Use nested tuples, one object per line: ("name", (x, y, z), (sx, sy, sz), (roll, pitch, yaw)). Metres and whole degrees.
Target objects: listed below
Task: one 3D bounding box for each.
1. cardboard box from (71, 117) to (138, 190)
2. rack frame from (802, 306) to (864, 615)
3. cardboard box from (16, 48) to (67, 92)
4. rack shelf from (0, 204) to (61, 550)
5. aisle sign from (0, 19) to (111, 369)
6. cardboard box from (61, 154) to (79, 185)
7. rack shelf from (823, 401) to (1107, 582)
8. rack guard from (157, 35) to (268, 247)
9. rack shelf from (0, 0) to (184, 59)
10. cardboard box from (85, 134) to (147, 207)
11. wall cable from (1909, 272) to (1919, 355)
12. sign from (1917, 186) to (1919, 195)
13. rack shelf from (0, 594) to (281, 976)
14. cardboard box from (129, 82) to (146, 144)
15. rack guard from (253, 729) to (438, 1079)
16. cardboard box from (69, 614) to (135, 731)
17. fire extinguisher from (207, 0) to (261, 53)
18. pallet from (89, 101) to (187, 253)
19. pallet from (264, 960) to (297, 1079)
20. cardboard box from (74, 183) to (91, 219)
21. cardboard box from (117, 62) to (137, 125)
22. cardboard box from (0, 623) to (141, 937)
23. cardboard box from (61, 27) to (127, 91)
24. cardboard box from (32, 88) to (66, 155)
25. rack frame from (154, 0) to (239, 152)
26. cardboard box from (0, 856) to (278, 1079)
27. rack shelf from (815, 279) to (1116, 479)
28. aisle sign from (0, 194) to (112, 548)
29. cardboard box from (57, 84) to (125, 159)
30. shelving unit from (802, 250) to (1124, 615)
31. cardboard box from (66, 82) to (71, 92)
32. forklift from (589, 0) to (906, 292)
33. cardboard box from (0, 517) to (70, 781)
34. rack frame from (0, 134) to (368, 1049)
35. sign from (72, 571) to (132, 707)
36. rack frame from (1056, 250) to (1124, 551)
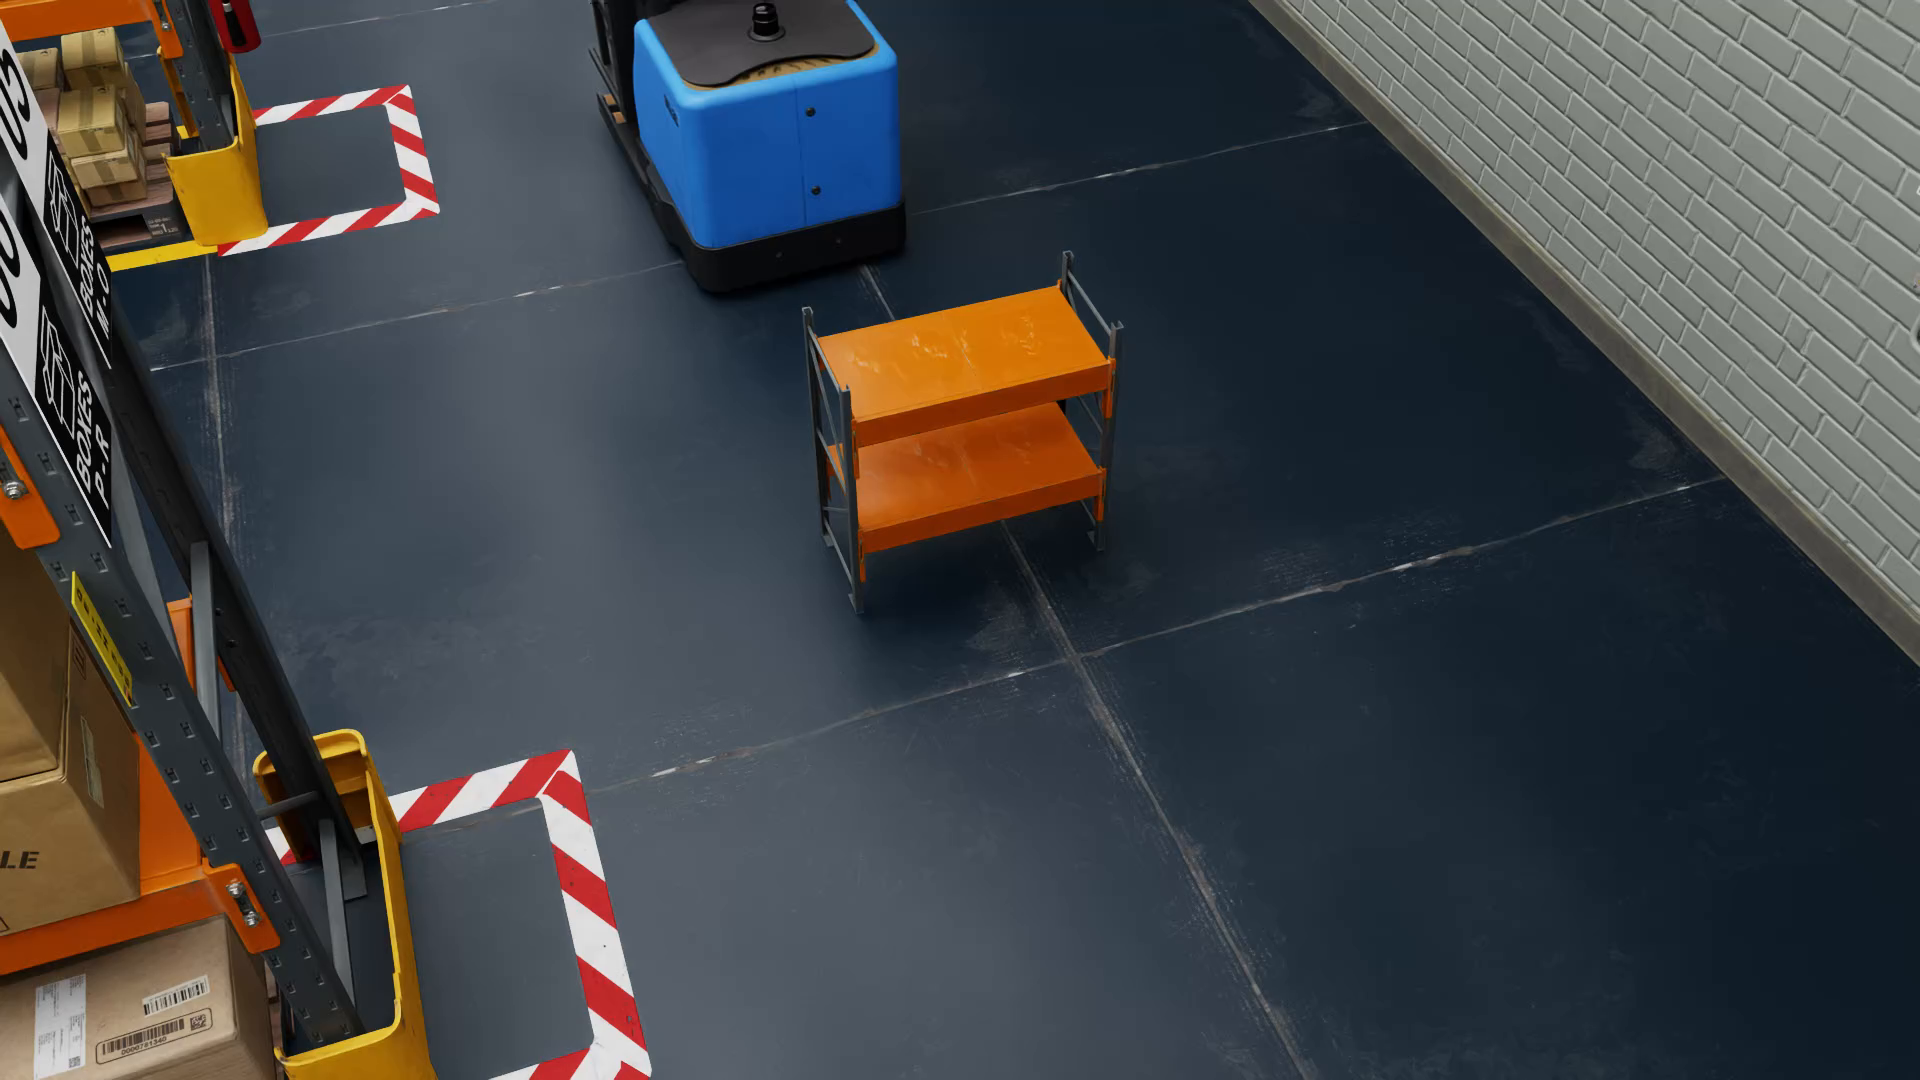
("cardboard box", (-4.120, -1.869, 8.001), (0.250, 0.149, 0.380), (-16, 47, -15))
("rack frame", (-0.472, -0.276, 6.231), (0.032, 1.125, 0.500), (-14, 47, -14))
("cardboard box", (-4.547, -2.245, 8.166), (0.250, 0.149, 0.380), (-14, 47, -13))
("rack shelf", (-3.826, 0.010, 3.012), (4.000, 0.370, 1.077), (-14, 47, -14))
("aisle sign", (-1.976, -0.794, 3.588), (0.004, 0.787, 0.394), (-14, 47, -14))
("cardboard box", (-4.384, -1.842, 7.974), (0.250, 0.149, 0.380), (-15, 47, -15))
("rack shelf", (0.006, -0.226, 6.526), (1.000, 0.278, 0.538), (-14, 47, -14))
("rack guard", (-3.792, -2.038, 8.429), (0.348, 0.500, 1.175), (-14, 47, -14))
("rack shelf", (-5.602, -2.204, 7.337), (4.000, 0.370, 1.077), (-14, 47, -14))
("cardboard box", (-4.145, -1.815, 8.158), (0.250, 0.149, 0.380), (-14, 47, -13))
("wall cable", (3.351, -1.407, 5.295), (0.123, 1.953, 0.585), (-14, 47, -14))
("sign", (3.392, -1.179, 5.617), (0.001, 0.218, 0.327), (-14, 47, -14))
("rack shelf", (-3.826, 1.069, 4.074), (4.000, 0.370, 1.077), (-14, 47, -14))
("cardboard box", (-4.322, -2.168, 8.509), (0.250, 0.149, 0.380), (-13, 47, -13))
("rack guard", (-1.922, 1.211, 5.190), (0.348, 0.500, 1.175), (-14, 47, -14))
("cardboard box", (-2.494, 0.223, 4.339), (0.500, 0.500, 0.500), (-15, 47, -14))
("fire extinguisher", (-3.327, -2.533, 7.475), (0.183, 0.674, 0.296), (-14, 47, -14))
("pallet", (-4.568, -1.765, 8.360), (1.213, 0.211, 1.003), (-14, 47, -14))
("pallet", (-2.670, 1.563, 5.043), (1.213, 0.211, 1.003), (-14, 47, -14))
("cardboard box", (-4.352, -1.686, 8.029), (0.250, 0.149, 0.380), (-13, 47, -13))
("cardboard box", (-4.301, -2.231, 8.362), (0.250, 0.149, 0.380), (-13, 46, -12))
("cardboard box", (-2.309, 0.591, 3.972), (0.500, 0.500, 0.500), (-14, 47, -14))
("cardboard box", (-4.329, -2.391, 8.312), (0.250, 0.149, 0.380), (-16, 47, -16))
("cardboard box", (-4.388, -1.973, 7.895), (0.250, 0.149, 0.380), (-13, 47, -13))
("rack frame", (-3.721, -2.939, 7.562), (0.127, 3.000, 1.000), (-14, 47, -14))
("cardboard box", (-2.532, 1.316, 4.833), (0.875, 0.438, 0.875), (-16, 47, -15))
("rack shelf", (0.006, -0.605, 6.146), (1.000, 0.278, 0.538), (-14, 47, -14))
("aisle sign", (-1.772, -0.394, 3.190), (0.004, 0.787, 0.394), (-14, 47, -14))
("cardboard box", (-4.132, -1.995, 7.917), (0.250, 0.149, 0.380), (-14, 47, -13))
("shelving unit", (0.006, -0.399, 6.353), (1.048, 1.125, 0.538), (-14, 47, -14))
("cardboard box", (-4.577, -2.203, 8.334), (0.250, 0.149, 0.380), (-15, 47, -14))
("forklift", (-1.301, -3.257, 7.927), (1.130, 2.935, 3.031), (-17, 47, -16))
("cardboard box", (-2.317, 0.221, 3.636), (0.500, 0.500, 0.500), (-13, 47, -13))
("rack frame", (-1.945, 0.334, 4.299), (0.127, 3.000, 1.000), (-14, 47, -14))
("sign", (-1.774, 0.207, 3.441), (0.005, 0.325, 0.100), (-14, 47, -14))
("rack frame", (0.484, -0.521, 6.475), (0.032, 1.125, 0.500), (-14, 47, -14))
